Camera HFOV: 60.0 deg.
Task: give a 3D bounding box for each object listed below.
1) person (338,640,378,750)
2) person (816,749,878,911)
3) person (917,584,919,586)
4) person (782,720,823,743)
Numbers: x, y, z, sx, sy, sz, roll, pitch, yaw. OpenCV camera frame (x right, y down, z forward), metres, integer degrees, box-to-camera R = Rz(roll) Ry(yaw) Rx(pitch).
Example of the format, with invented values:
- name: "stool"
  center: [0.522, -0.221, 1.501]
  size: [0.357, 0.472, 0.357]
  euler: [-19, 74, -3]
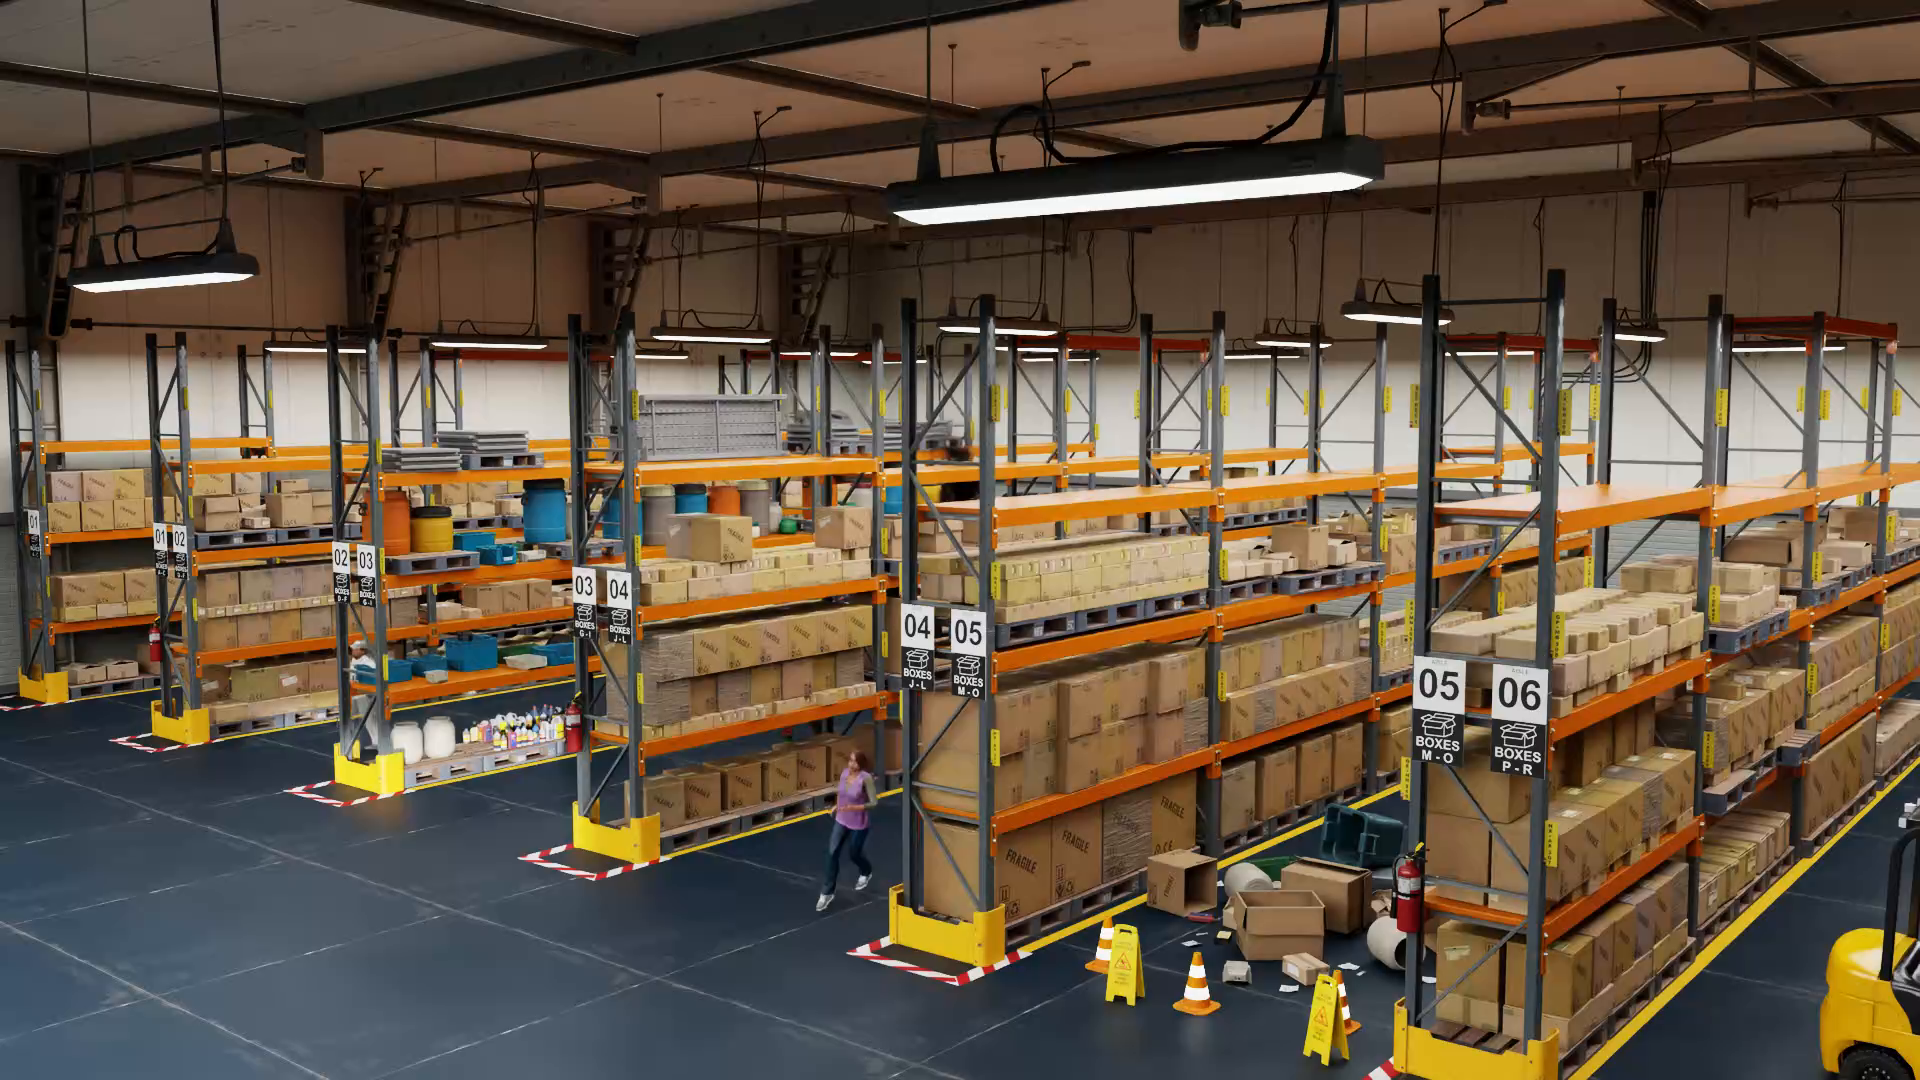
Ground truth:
- name: "person"
  center: [-8.421, 2.251, 23.562]
  size: [0.595, 1.718, 0.662]
  euler: [3, 6, 34]
- name: "person"
  center: [-1.056, 2.875, 16.759]
  size: [0.568, 1.599, 0.826]
  euler: [3, 6, 27]
- name: "person"
  center: [-0.979, 1.147, 34.899]
  size: [0.677, 1.819, 0.864]
  euler: [3, 6, 32]
- name: "person"
  center: [-2.302, 2.119, 23.621]
  size: [0.661, 1.769, 0.993]
  euler: [3, 6, 31]
